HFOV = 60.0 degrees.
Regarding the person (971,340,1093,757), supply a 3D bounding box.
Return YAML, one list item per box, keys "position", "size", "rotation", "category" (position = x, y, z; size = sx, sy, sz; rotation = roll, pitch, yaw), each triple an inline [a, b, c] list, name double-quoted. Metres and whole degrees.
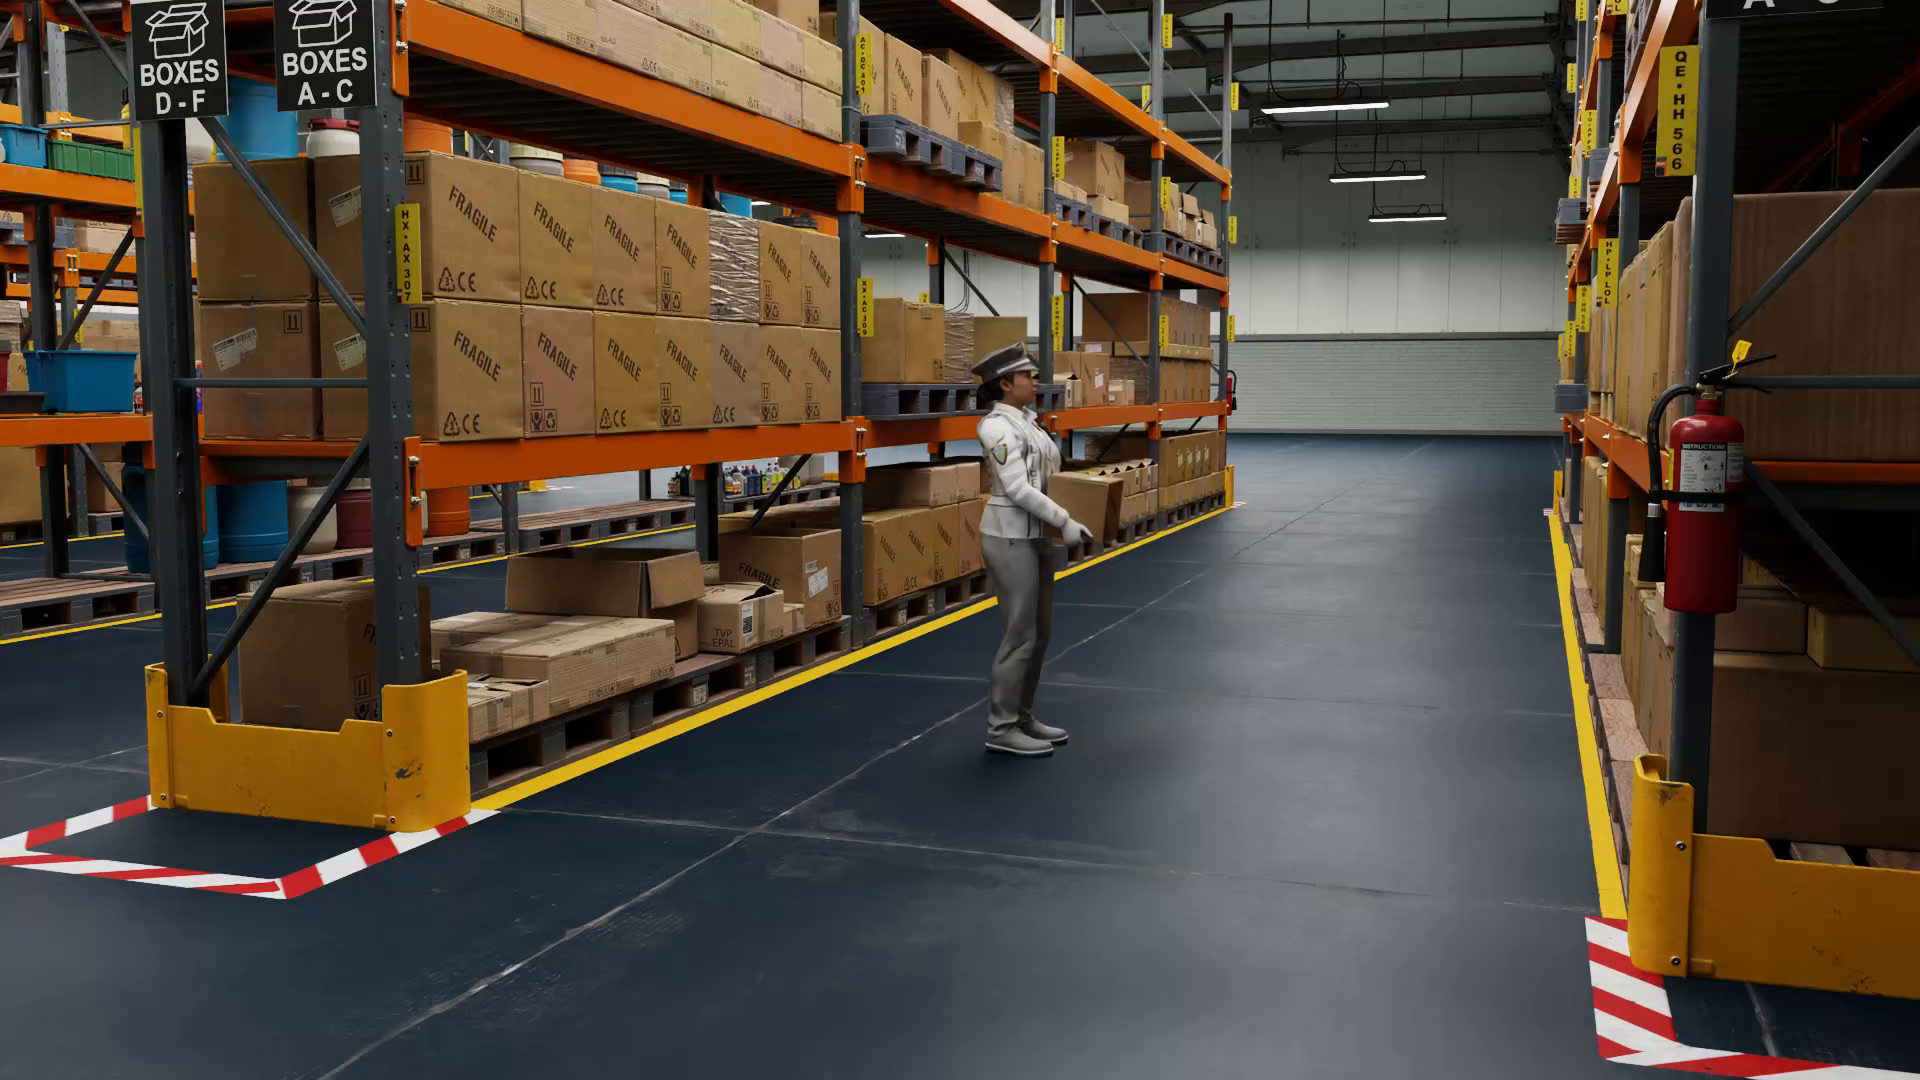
- position: [0.312, 0.024, 6.846]
  size: [0.556, 1.686, 0.459]
  rotation: [2, 6, 19]
  category: "person"
